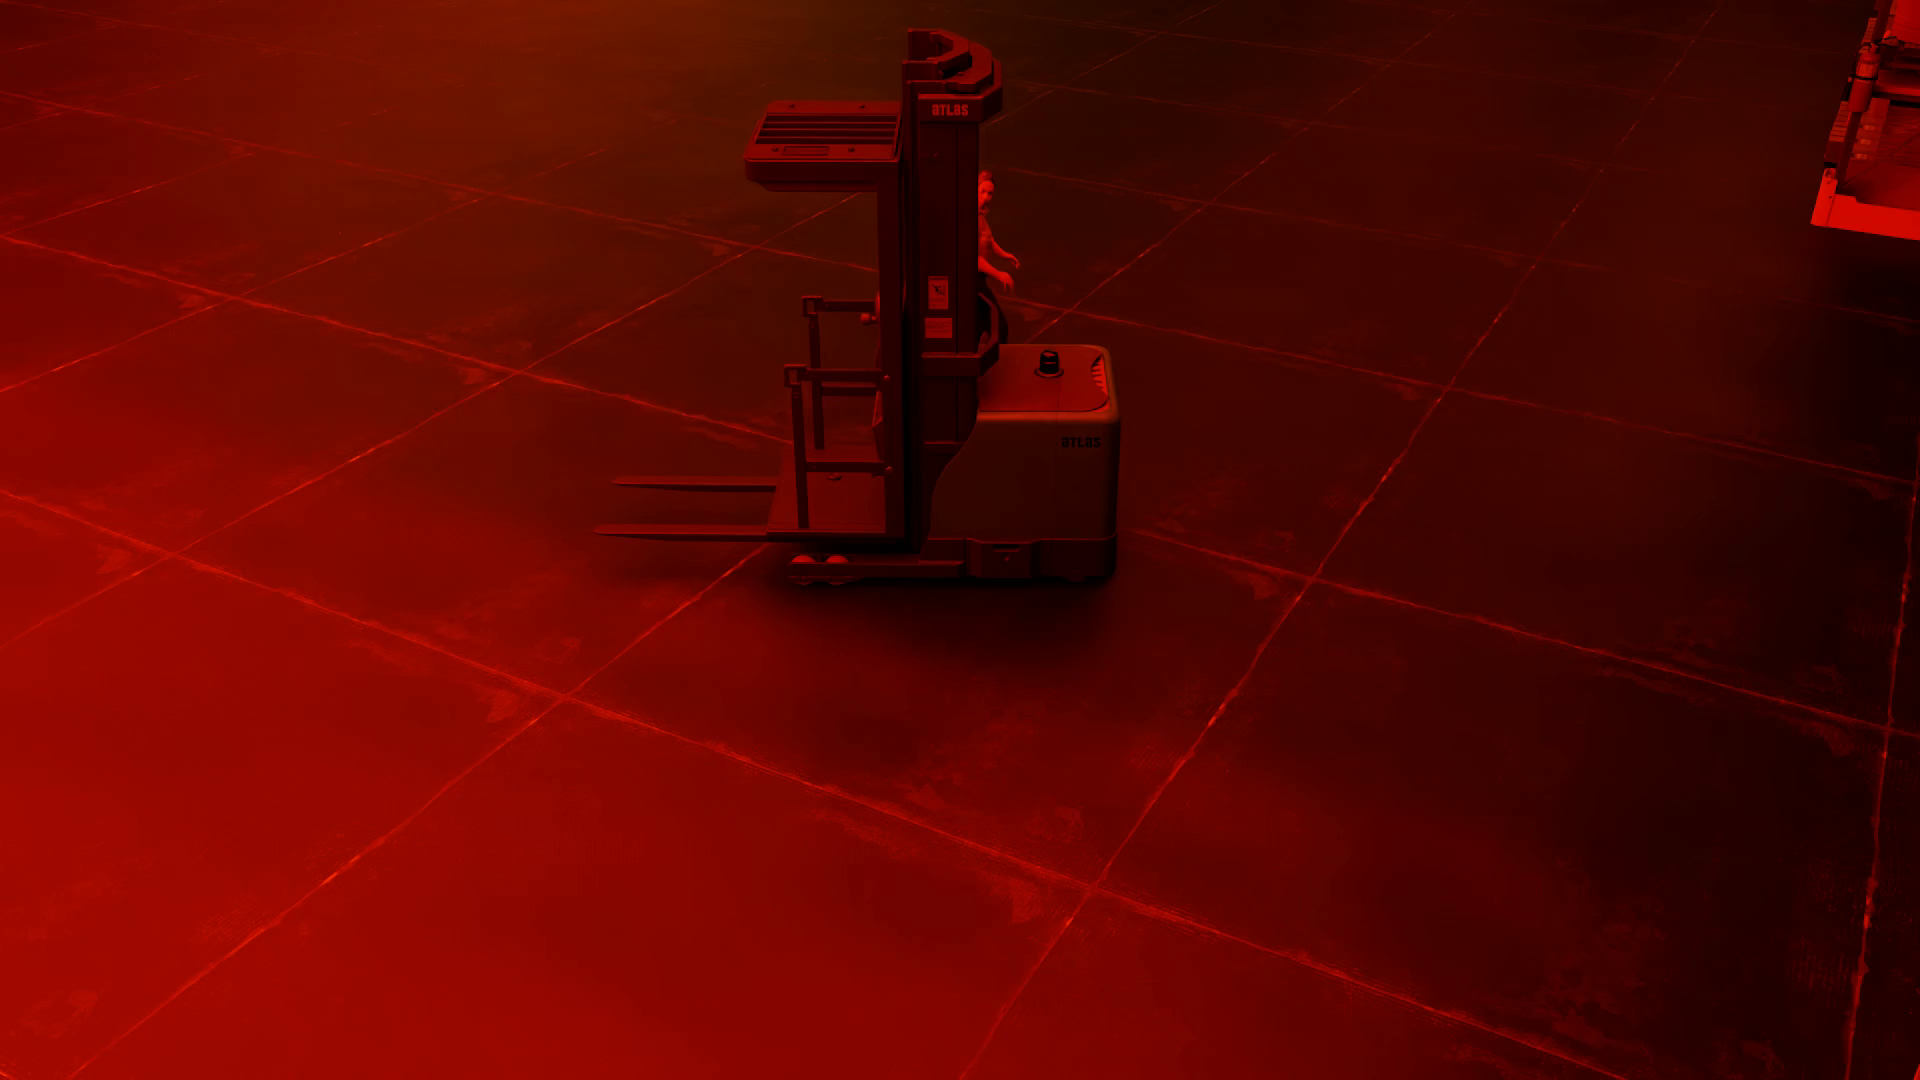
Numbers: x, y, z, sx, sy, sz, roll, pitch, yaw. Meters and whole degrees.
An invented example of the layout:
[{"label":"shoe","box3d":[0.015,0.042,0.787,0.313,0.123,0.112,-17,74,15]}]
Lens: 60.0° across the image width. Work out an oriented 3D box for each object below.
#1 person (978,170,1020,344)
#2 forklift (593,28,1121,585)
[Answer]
[{"label":"person","box3d":[0.161,-1.778,11.544,0.603,1.609,0.719,-4,30,-7]},{"label":"forklift","box3d":[-0.610,-1.275,9.279,3.031,2.935,1.130,0,30,1]}]
